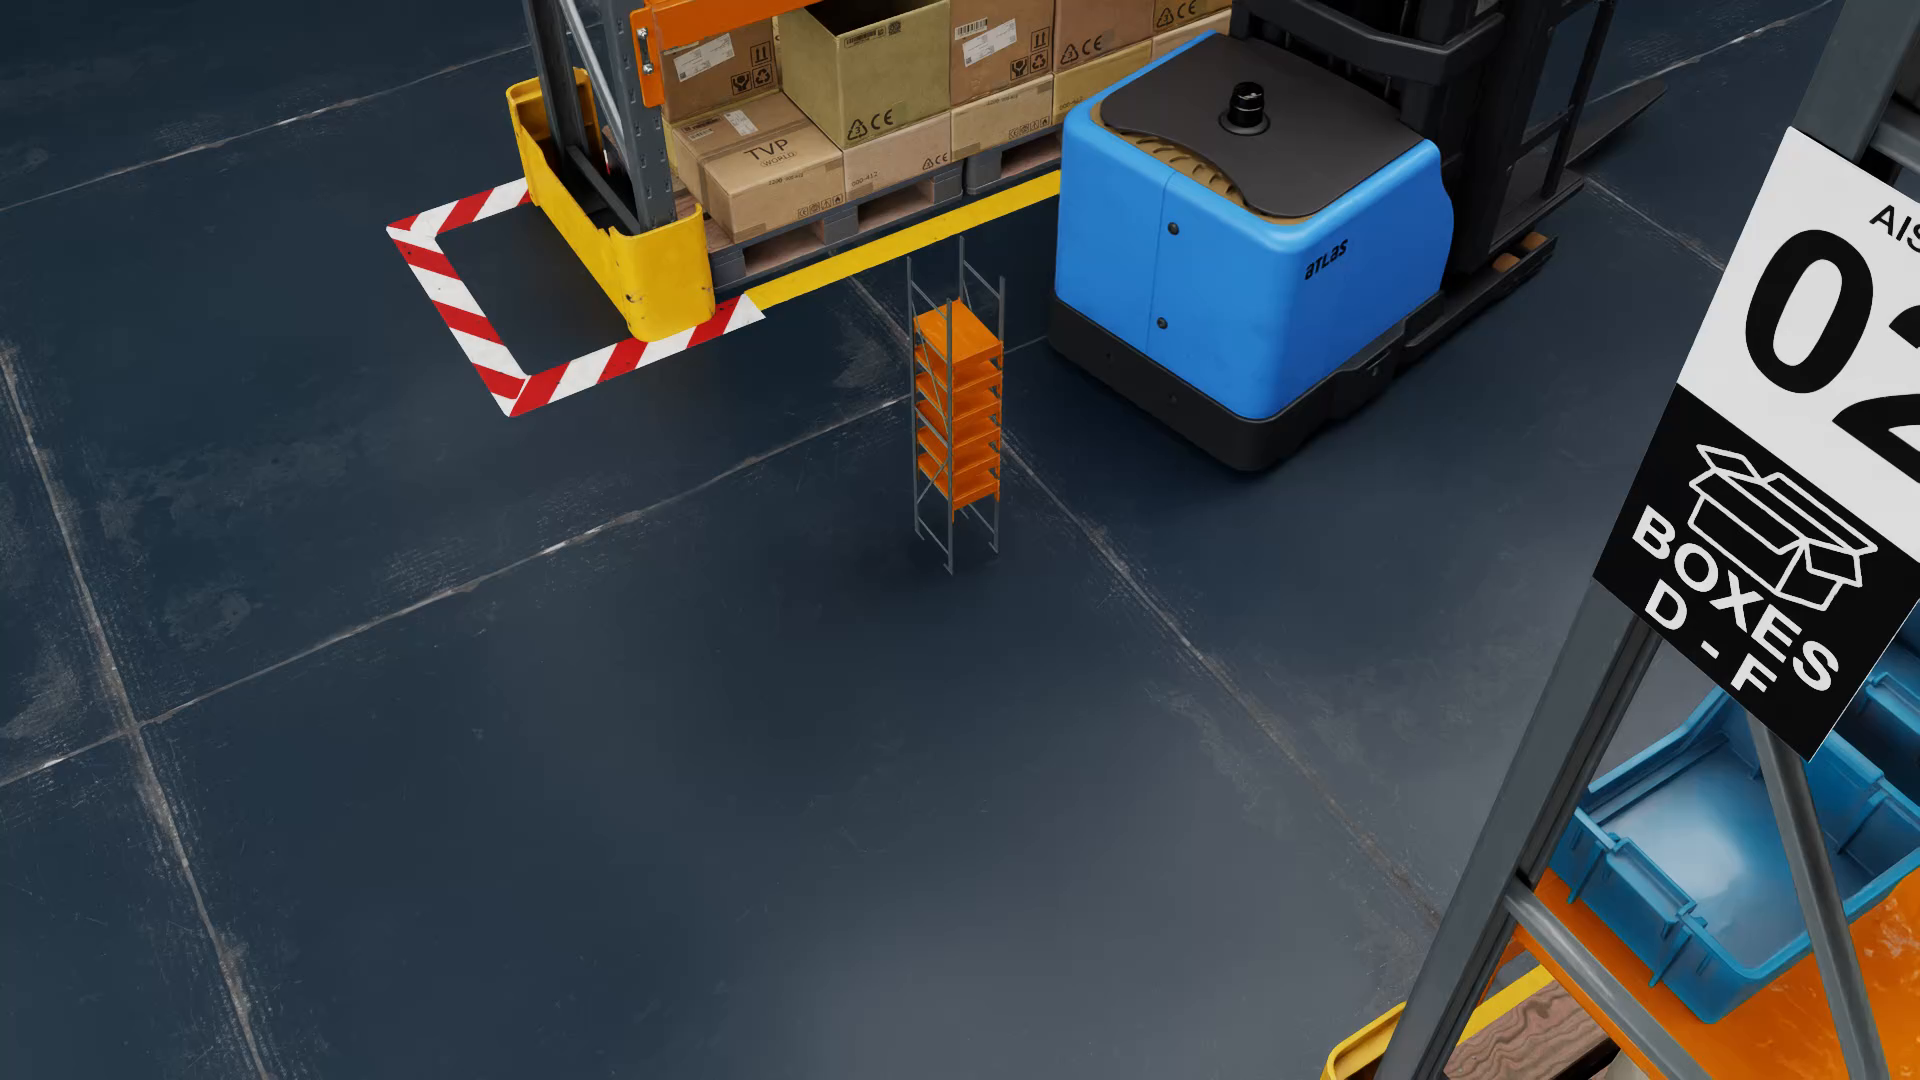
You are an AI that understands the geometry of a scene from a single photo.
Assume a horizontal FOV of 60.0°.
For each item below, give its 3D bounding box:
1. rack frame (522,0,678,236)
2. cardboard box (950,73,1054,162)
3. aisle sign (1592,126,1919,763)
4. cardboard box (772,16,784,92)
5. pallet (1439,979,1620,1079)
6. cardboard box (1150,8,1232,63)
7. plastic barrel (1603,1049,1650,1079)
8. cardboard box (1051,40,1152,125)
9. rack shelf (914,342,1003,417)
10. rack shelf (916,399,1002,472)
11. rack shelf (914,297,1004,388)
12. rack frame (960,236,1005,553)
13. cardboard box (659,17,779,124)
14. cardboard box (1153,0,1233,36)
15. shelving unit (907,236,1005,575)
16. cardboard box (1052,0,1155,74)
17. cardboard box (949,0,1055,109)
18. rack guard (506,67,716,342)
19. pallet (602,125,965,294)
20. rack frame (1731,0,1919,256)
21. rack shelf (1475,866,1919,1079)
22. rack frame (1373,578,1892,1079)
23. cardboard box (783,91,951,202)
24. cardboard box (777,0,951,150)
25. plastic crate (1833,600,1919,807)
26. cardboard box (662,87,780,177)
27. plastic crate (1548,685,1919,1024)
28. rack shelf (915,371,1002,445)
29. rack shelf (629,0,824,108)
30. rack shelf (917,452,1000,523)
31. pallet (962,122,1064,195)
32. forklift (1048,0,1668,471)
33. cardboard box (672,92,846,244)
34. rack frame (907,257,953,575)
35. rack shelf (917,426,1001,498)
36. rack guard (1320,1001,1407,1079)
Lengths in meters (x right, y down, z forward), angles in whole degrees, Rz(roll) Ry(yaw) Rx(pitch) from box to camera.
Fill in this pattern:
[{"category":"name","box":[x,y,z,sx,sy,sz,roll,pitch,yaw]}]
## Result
[{"category":"rack frame","box":[-1.372,-2.191,5.692,0.127,3.000,1.000,-25,53,-21]},{"category":"cardboard box","box":[0.044,-1.890,6.984,0.500,0.250,0.500,-25,53,-21]},{"category":"aisle sign","box":[1.049,-0.084,2.076,0.004,0.787,0.394,-25,53,-21]},{"category":"cardboard box","box":[-0.659,-2.023,7.103,0.500,0.250,0.500,-25,53,-21]},{"category":"pallet","box":[1.997,1.486,4.285,1.213,0.211,1.003,-25,53,-21]},{"category":"cardboard box","box":[0.892,-2.286,7.337,0.500,0.250,0.500,-25,53,-21]},{"category":"plastic barrel","box":[1.784,1.316,3.954,0.421,0.512,0.421,0,48,0]},{"category":"cardboard box","box":[0.470,-2.086,7.159,0.500,0.250,0.500,-25,53,-21]},{"category":"rack shelf","box":[-0.012,-0.523,5.151,0.180,0.103,0.258,-25,53,-21]},{"category":"rack shelf","box":[-0.012,-0.364,5.330,0.180,0.103,0.258,-25,53,-21]},{"category":"rack shelf","box":[-0.012,-0.603,5.061,0.180,0.103,0.258,-25,53,-21]},{"category":"rack frame","box":[0.065,-0.430,5.329,0.006,1.200,0.240,-25,53,-21]},{"category":"cardboard box","box":[-1.077,-2.067,6.640,0.500,0.500,0.500,-25,53,-21]},{"category":"cardboard box","box":[0.886,-2.543,7.064,0.500,0.500,0.500,-25,53,-21]},{"category":"shelving unit","box":[-0.012,-0.393,5.297,0.189,1.200,0.258,-25,53,-21]},{"category":"cardboard box","box":[0.471,-2.335,6.878,0.500,0.500,0.500,-25,53,-21]},{"category":"cardboard box","box":[0.038,-2.146,6.711,0.500,0.500,0.500,-25,53,-21]},{"category":"rack guard","box":[-1.392,-1.350,6.617,0.348,0.500,1.175,-25,53,-21]},{"category":"pallet","box":[-0.747,-1.595,7.029,1.213,0.211,1.003,-25,53,-21]},{"category":"rack frame","box":[1.268,-1.056,0.665,0.127,3.000,1.000,-25,53,-21]},{"category":"rack shelf","box":[2.960,0.382,3.883,4.000,0.370,1.077,-25,53,-21]},{"category":"rack frame","box":[1.268,0.939,2.905,0.127,3.000,1.000,-25,53,-21]},{"category":"cardboard box","box":[-0.379,-1.691,6.807,0.500,0.250,0.500,-25,53,-21]},{"category":"cardboard box","box":[-0.378,-1.939,6.526,0.500,0.500,0.500,-25,53,-21]},{"category":"plastic crate","box":[2.084,0.345,3.534,0.408,0.251,0.499,-25,53,-21]},{"category":"cardboard box","box":[-1.076,-1.816,6.919,0.500,0.250,0.500,-25,53,-21]},{"category":"plastic crate","box":[1.532,0.600,3.306,0.616,0.251,0.499,-25,53,-21]},{"category":"rack shelf","box":[-0.012,-0.444,5.240,0.180,0.103,0.258,-25,53,-21]},{"category":"rack shelf","box":[0.320,-2.748,6.671,4.000,0.370,1.077,-25,53,-21]},{"category":"rack shelf","box":[-0.012,-0.204,5.509,0.180,0.103,0.258,-25,53,-21]},{"category":"pallet","box":[0.283,-2.078,7.459,1.213,0.211,1.003,-25,53,-21]},{"category":"forklift","box":[1.747,-2.201,5.747,3.031,2.935,1.130,-36,57,-27]},{"category":"cardboard box","box":[-0.800,-1.489,6.628,0.500,0.250,0.500,-25,53,-21]},{"category":"rack frame","box":[-0.090,-0.357,5.264,0.006,1.200,0.240,-25,53,-21]},{"category":"rack shelf","box":[-0.012,-0.284,5.420,0.180,0.103,0.258,-25,53,-21]},{"category":"rack guard","box":[1.307,1.711,3.892,0.348,0.500,1.175,-25,53,-21]}]
